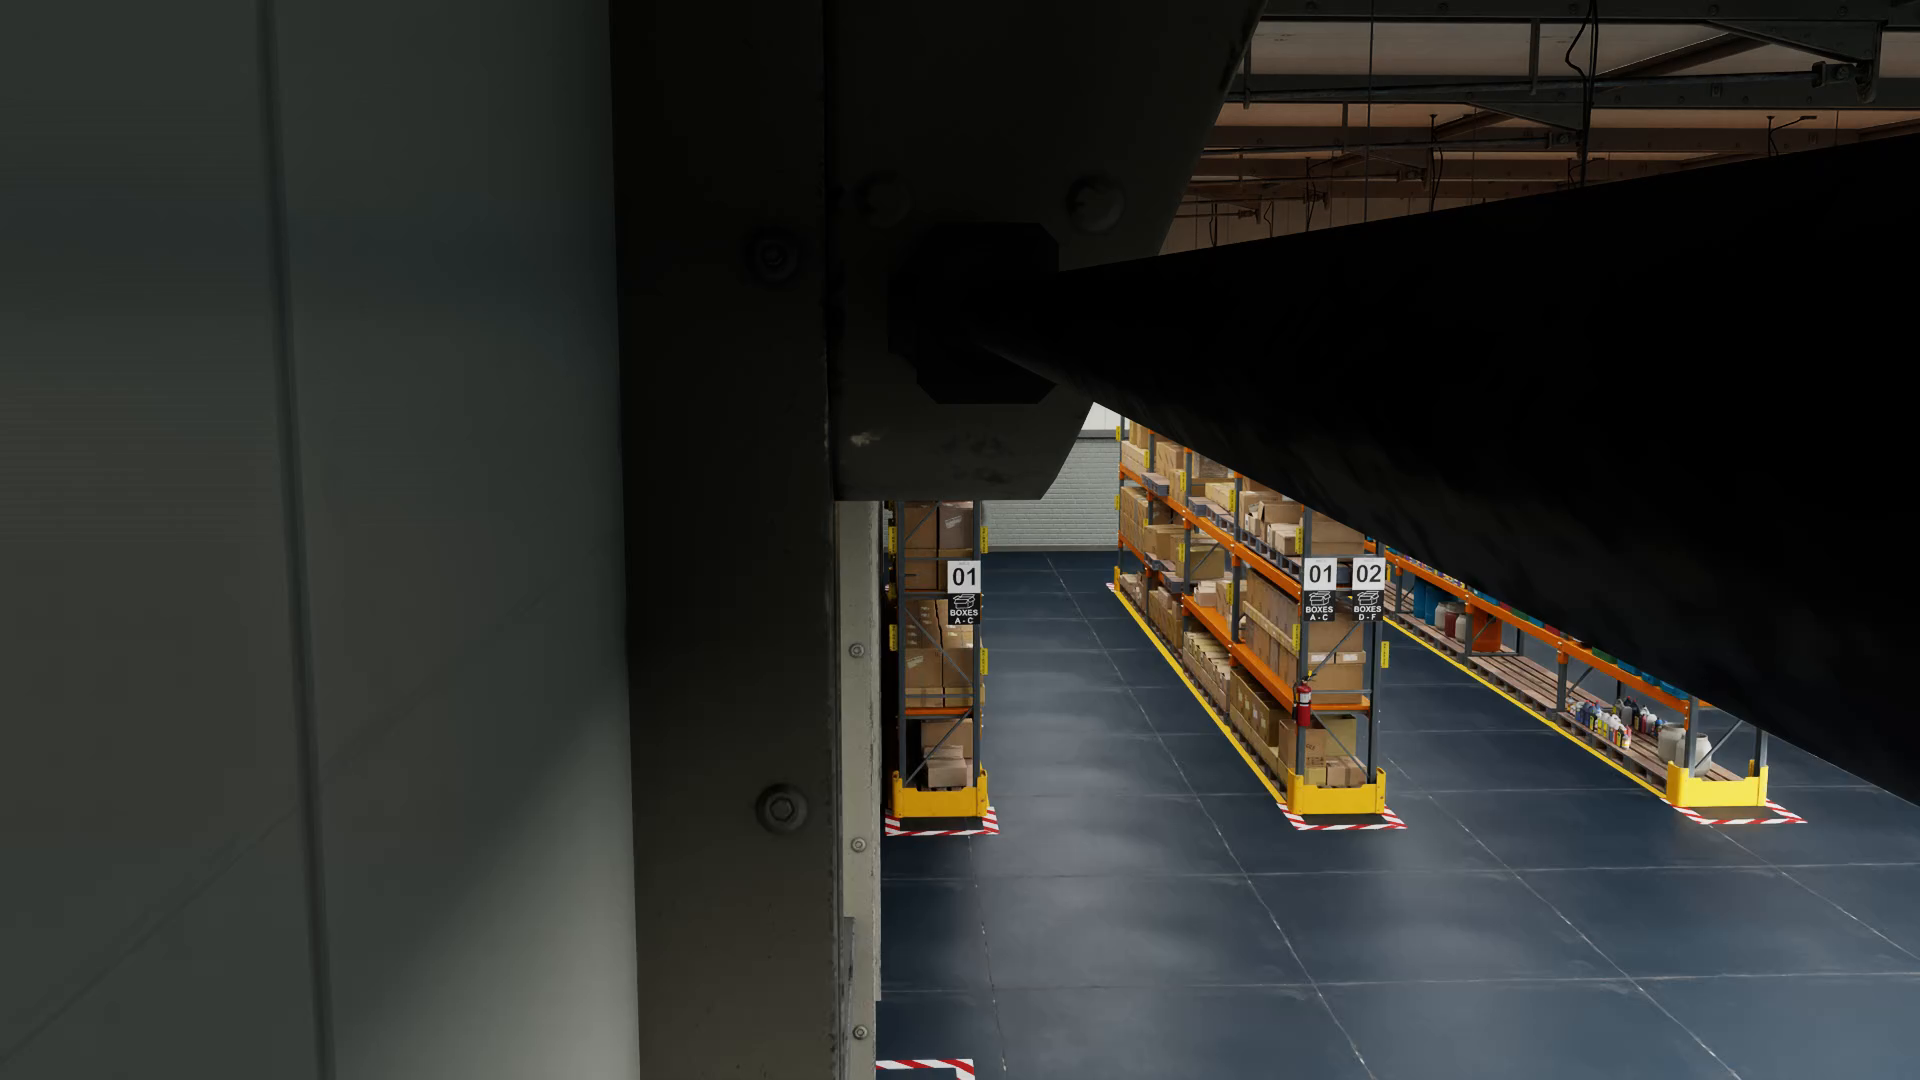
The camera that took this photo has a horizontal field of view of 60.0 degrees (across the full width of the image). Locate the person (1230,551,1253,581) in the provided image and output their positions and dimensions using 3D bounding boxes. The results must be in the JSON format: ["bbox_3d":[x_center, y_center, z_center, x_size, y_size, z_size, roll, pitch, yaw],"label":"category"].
[{"bbox_3d":[5.950,0.368,35.369,0.708,1.800,0.803,-2,9,-15],"label":"person"}]
